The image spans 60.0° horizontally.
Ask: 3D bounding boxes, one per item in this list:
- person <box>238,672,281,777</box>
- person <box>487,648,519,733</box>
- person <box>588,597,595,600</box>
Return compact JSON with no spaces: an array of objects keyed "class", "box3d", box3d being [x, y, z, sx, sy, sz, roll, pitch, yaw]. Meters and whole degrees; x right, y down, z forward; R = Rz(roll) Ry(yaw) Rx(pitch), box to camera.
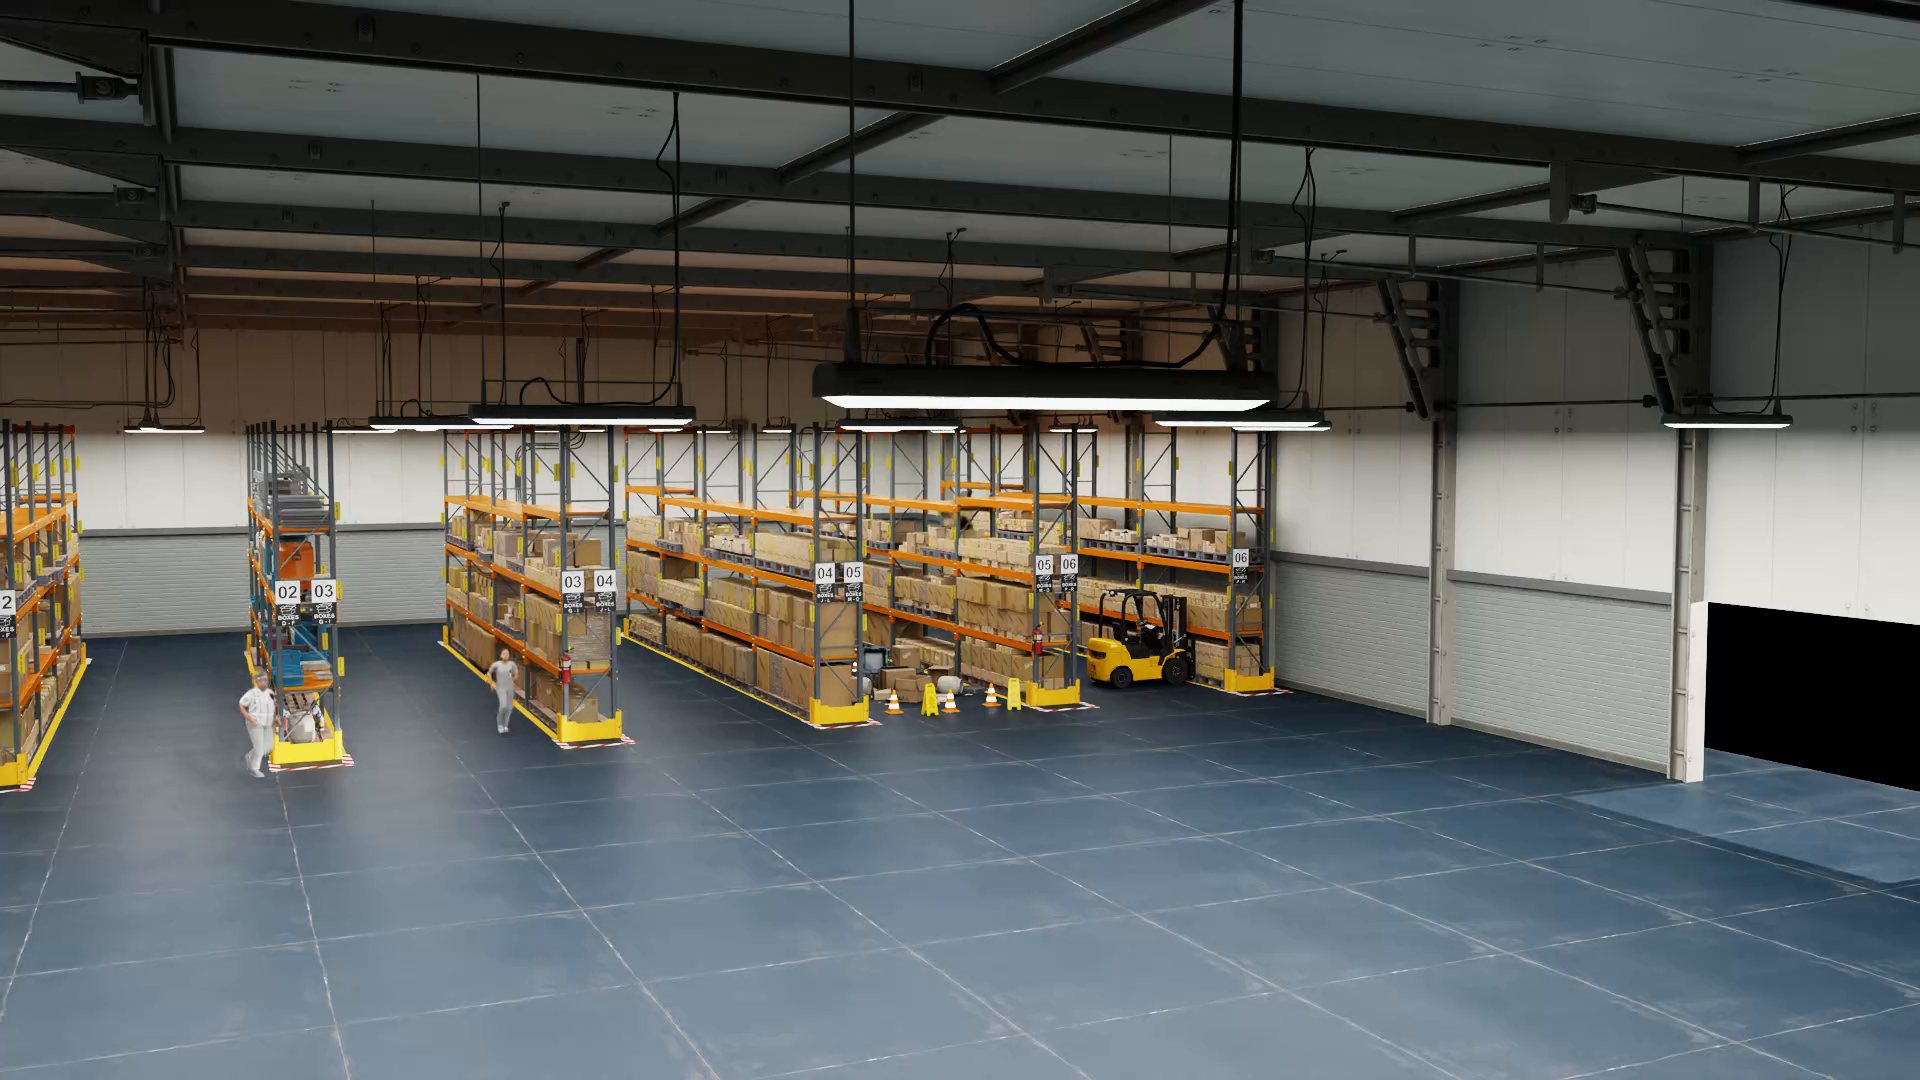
[{"class":"person","box3d":[-11.878,3.106,28.179,0.567,1.737,0.721,2,4,28]},{"class":"person","box3d":[-8.734,2.891,31.914,0.546,1.634,0.643,-2,4,-31]},{"class":"person","box3d":[-10.008,2.079,45.482,0.571,1.641,0.596,-1,4,-19]}]
